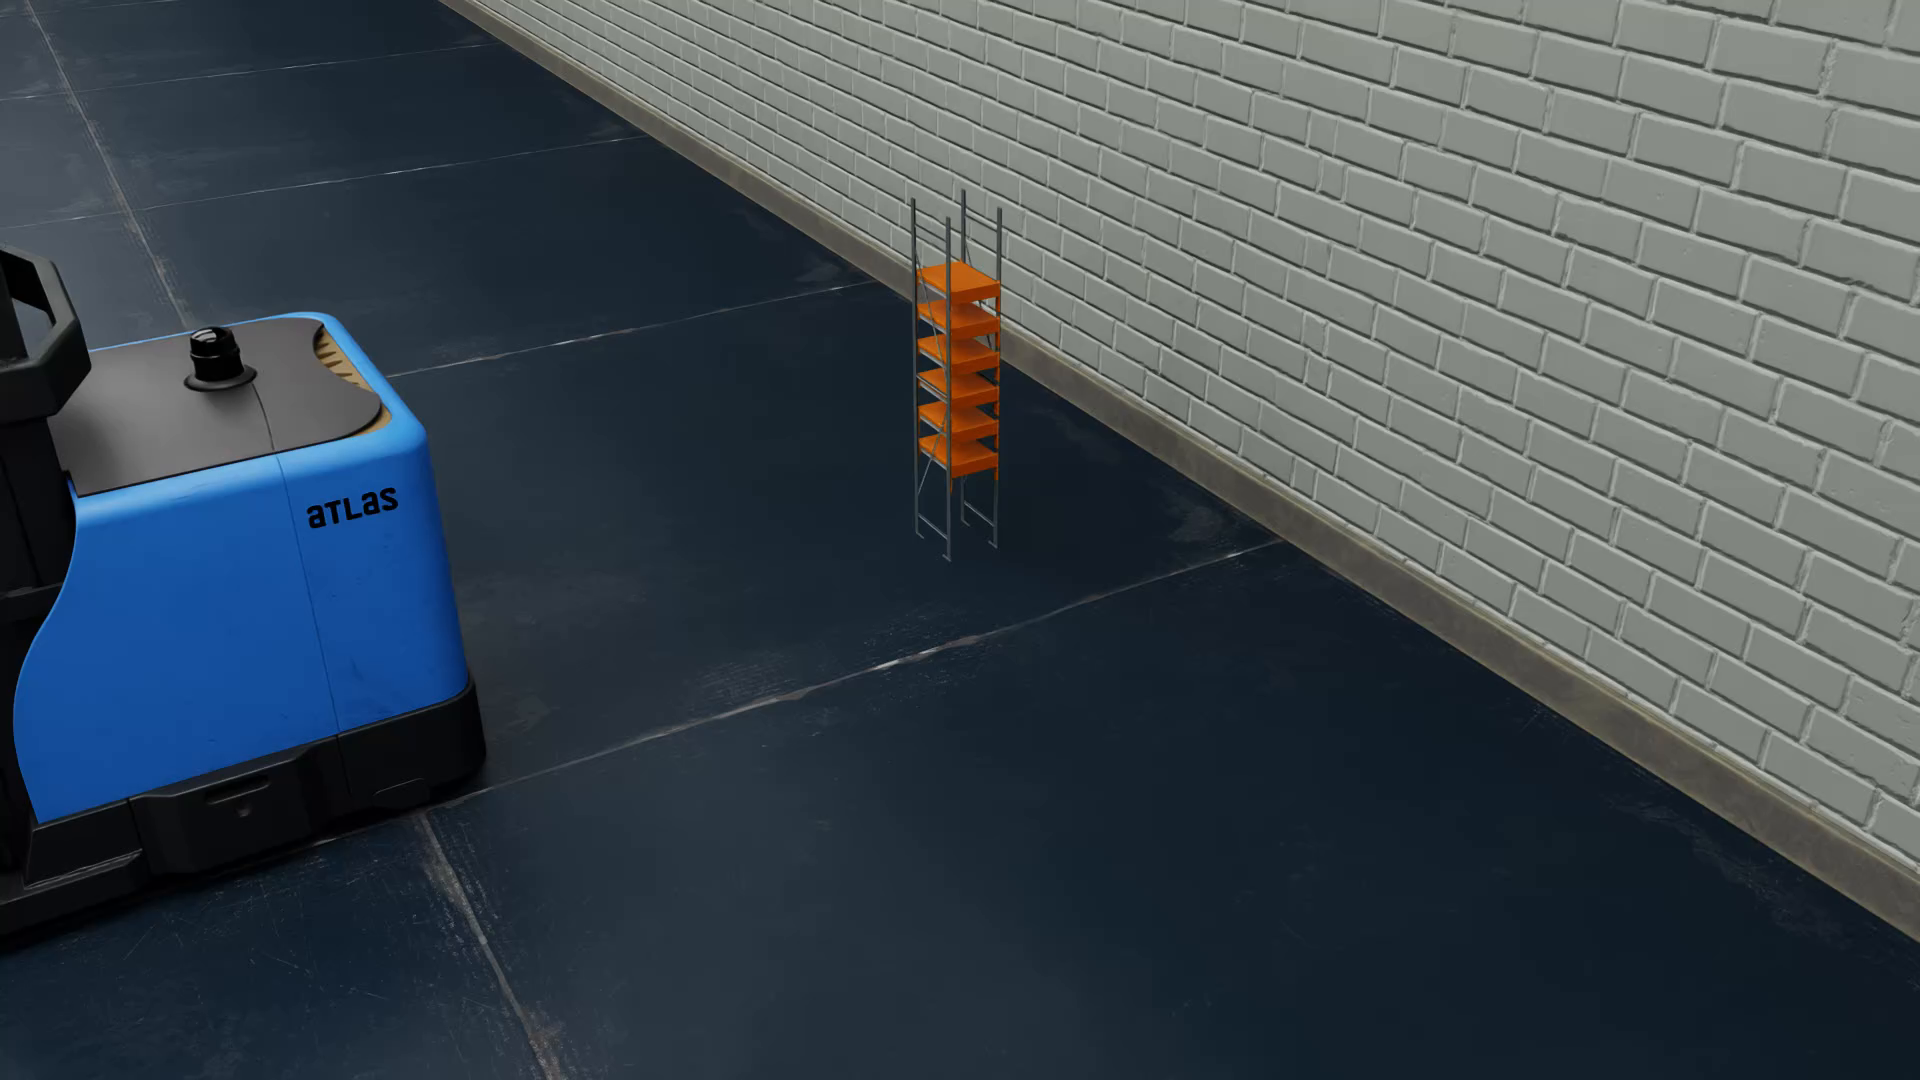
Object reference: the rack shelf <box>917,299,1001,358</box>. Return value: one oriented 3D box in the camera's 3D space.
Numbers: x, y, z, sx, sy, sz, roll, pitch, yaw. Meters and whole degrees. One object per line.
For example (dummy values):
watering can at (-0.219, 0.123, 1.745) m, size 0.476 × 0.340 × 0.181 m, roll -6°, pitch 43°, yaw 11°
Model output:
rack shelf at (-0.012, -0.693, 5.359) m, size 0.180 × 0.103 × 0.258 m, roll -16°, pitch 33°, yaw -26°

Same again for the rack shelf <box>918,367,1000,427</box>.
rack shelf at (-0.012, -0.483, 5.475) m, size 0.180 × 0.103 × 0.258 m, roll -16°, pitch 33°, yaw -26°

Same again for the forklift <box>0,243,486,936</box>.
forklift at (-2.815, -0.439, 3.511) m, size 3.031 × 2.935 × 1.130 m, roll -17°, pitch 33°, yaw -28°

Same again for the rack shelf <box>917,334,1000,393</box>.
rack shelf at (-0.012, -0.588, 5.417) m, size 0.180 × 0.103 × 0.258 m, roll -16°, pitch 33°, yaw -26°

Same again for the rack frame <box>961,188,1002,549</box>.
rack frame at (0.066, -0.544, 5.494) m, size 0.006 × 1.200 × 0.240 m, roll -16°, pitch 33°, yaw -26°

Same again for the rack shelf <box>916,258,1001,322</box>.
rack shelf at (-0.012, -0.798, 5.301) m, size 0.180 × 0.103 × 0.258 m, roll -16°, pitch 33°, yaw -26°

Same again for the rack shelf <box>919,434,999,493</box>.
rack shelf at (-0.012, -0.273, 5.591) m, size 0.180 × 0.103 × 0.258 m, roll -16°, pitch 33°, yaw -26°

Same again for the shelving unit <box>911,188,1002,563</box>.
shelving unit at (-0.012, -0.522, 5.454) m, size 0.189 × 1.200 × 0.258 m, roll -16°, pitch 33°, yaw -26°

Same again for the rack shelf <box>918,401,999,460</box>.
rack shelf at (-0.012, -0.378, 5.533) m, size 0.180 × 0.103 × 0.258 m, roll -16°, pitch 33°, yaw -26°

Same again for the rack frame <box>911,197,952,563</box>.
rack frame at (-0.091, -0.499, 5.413) m, size 0.006 × 1.200 × 0.240 m, roll -16°, pitch 33°, yaw -26°
